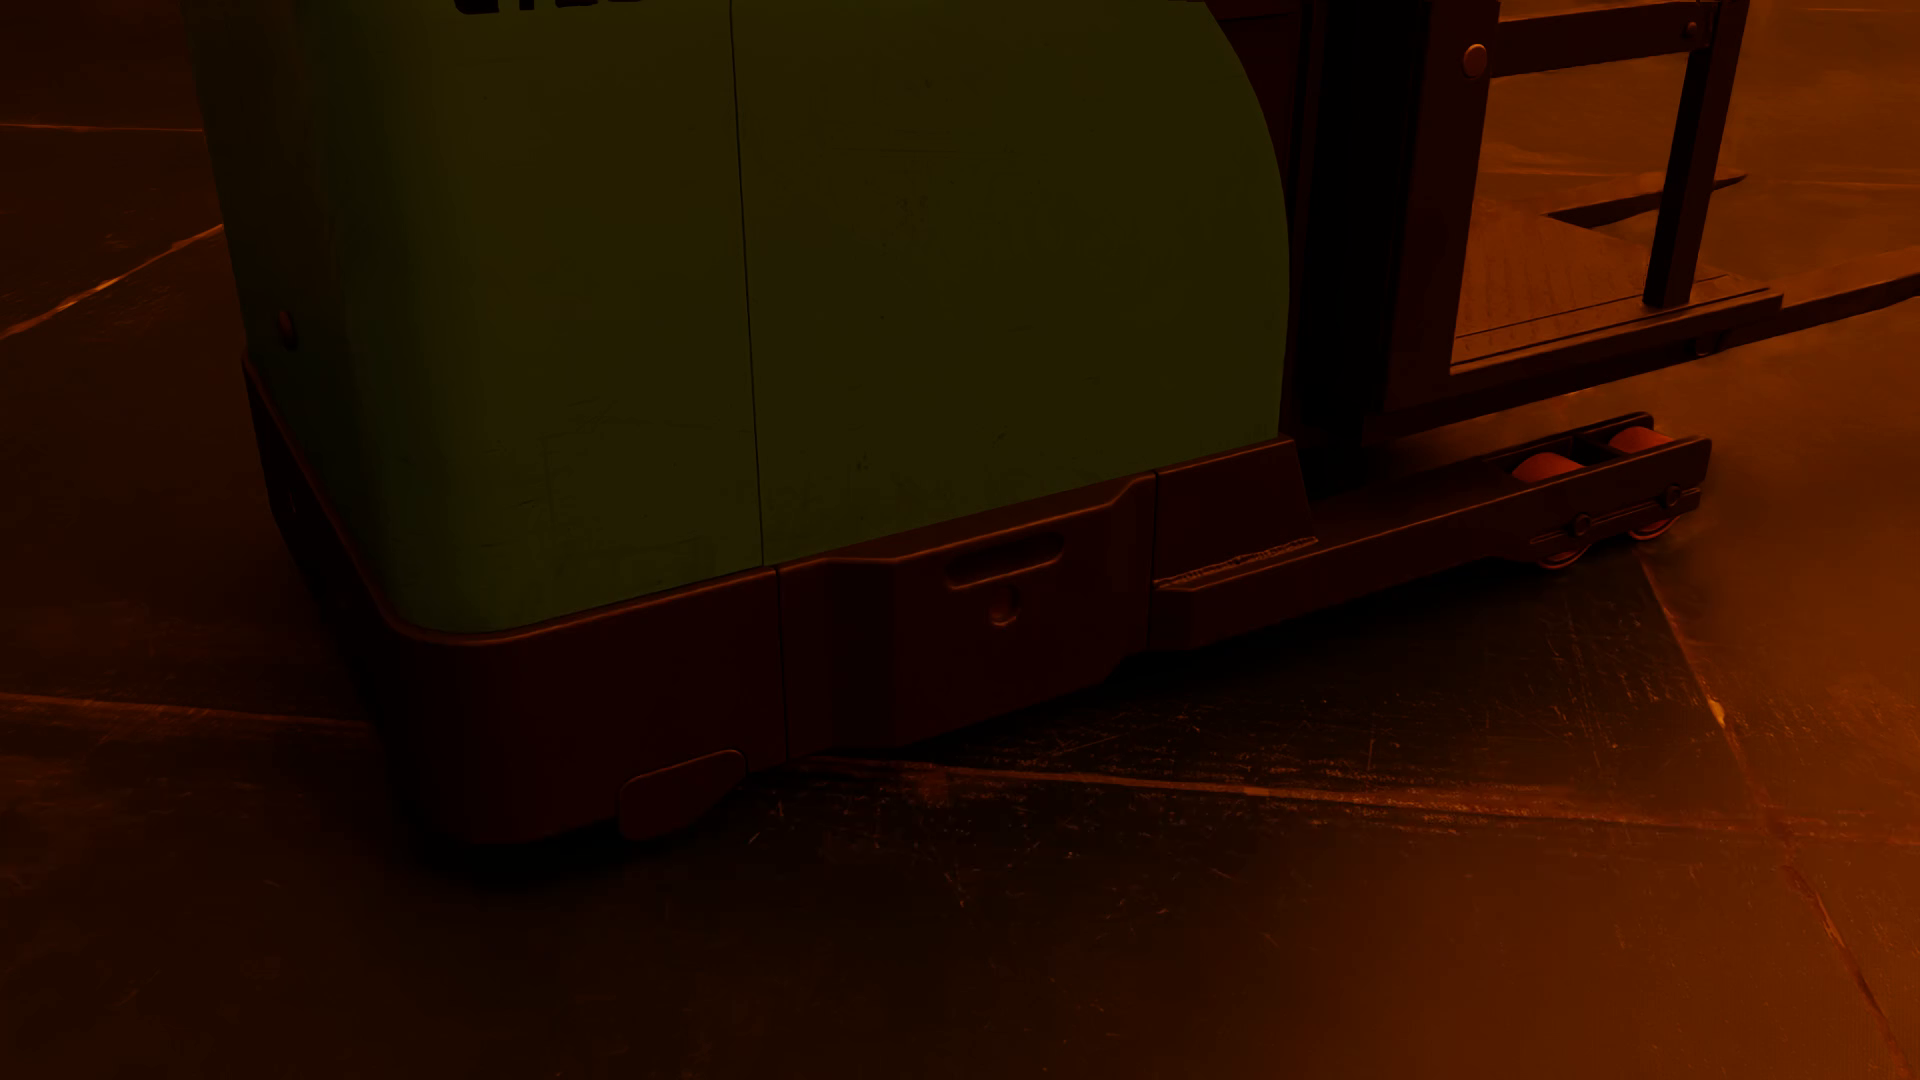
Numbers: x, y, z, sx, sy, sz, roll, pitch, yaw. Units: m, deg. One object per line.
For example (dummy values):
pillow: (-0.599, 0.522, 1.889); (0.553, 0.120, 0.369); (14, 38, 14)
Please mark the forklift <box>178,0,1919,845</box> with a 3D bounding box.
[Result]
forklift: (0.528, -1.457, 2.138); (3.031, 2.935, 1.130); (-15, 30, -27)
